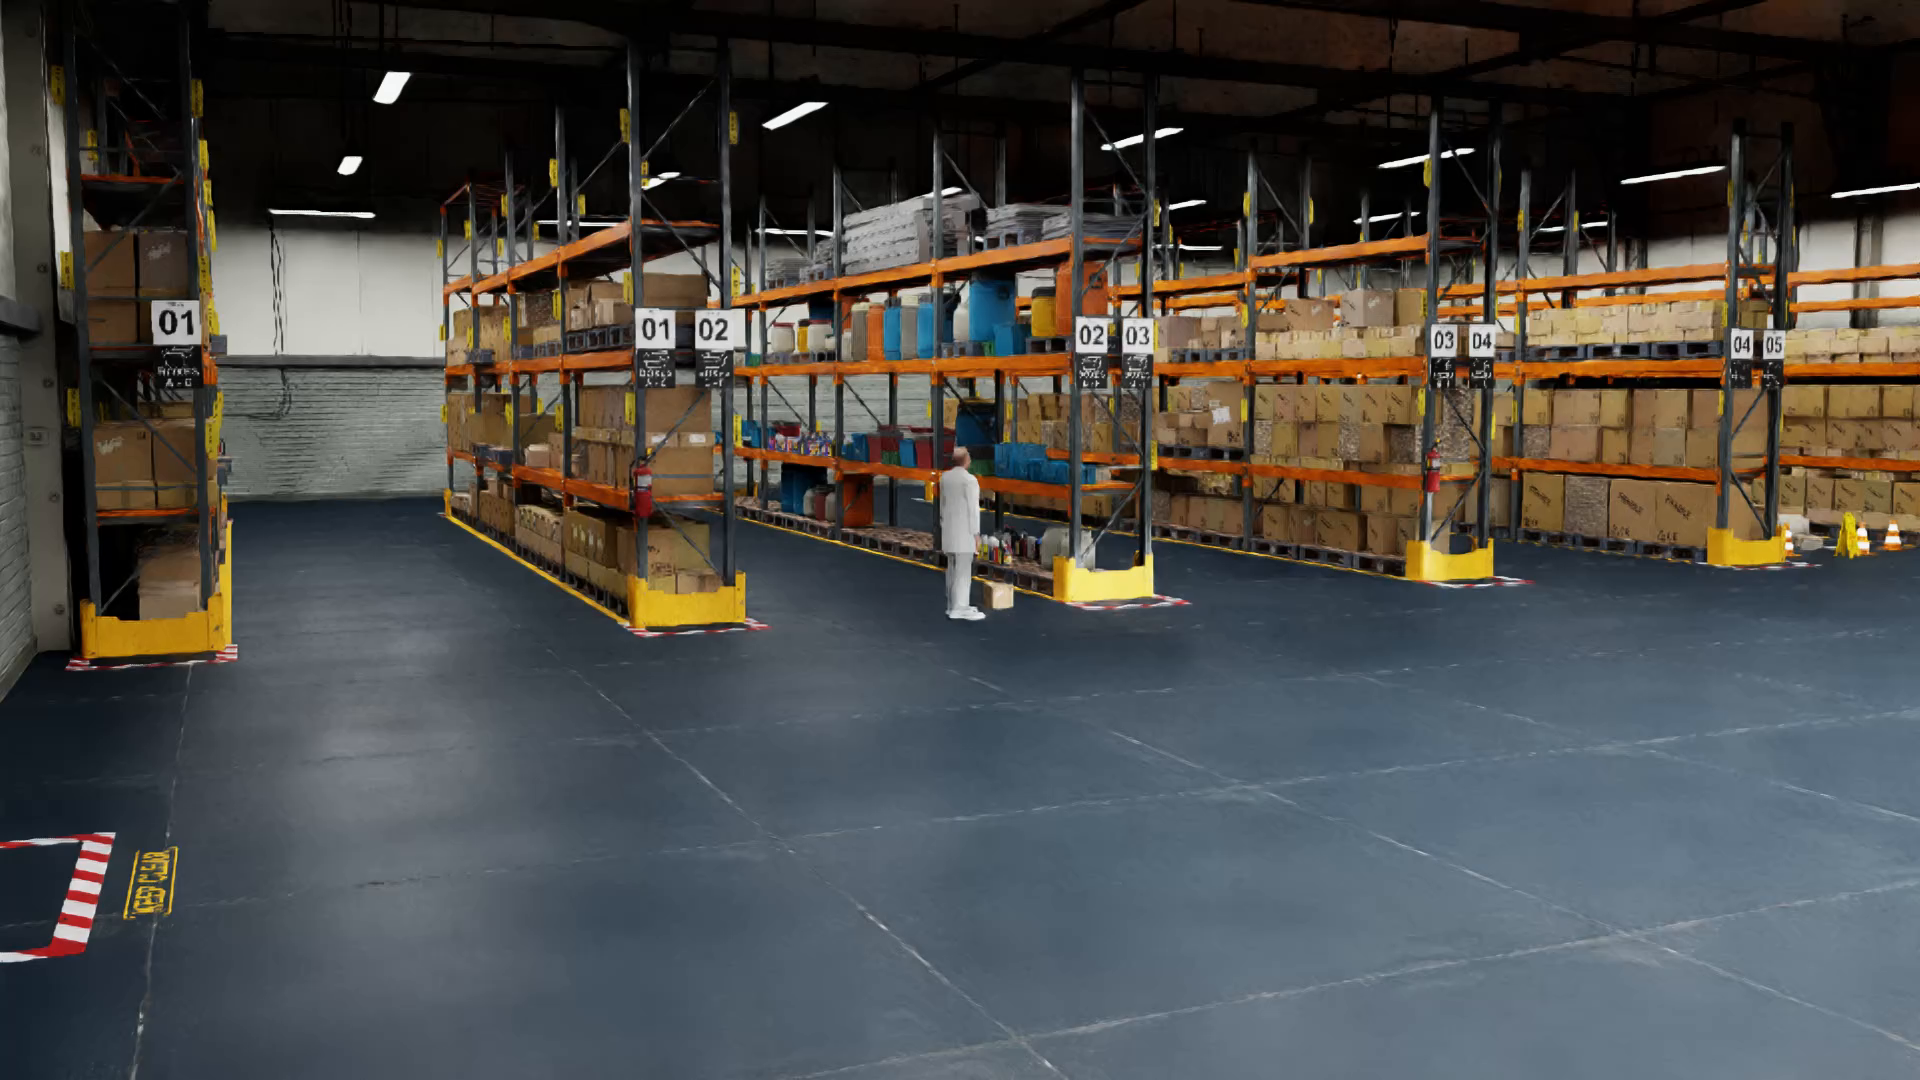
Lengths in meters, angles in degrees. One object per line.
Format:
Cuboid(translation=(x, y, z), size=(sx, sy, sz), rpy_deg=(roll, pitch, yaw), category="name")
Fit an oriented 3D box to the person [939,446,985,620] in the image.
Cuboid(translation=(0.029, -0.086, 17.357), size=(0.506, 1.786, 0.689), rpy_deg=(-4, 7, -38), category="person")
